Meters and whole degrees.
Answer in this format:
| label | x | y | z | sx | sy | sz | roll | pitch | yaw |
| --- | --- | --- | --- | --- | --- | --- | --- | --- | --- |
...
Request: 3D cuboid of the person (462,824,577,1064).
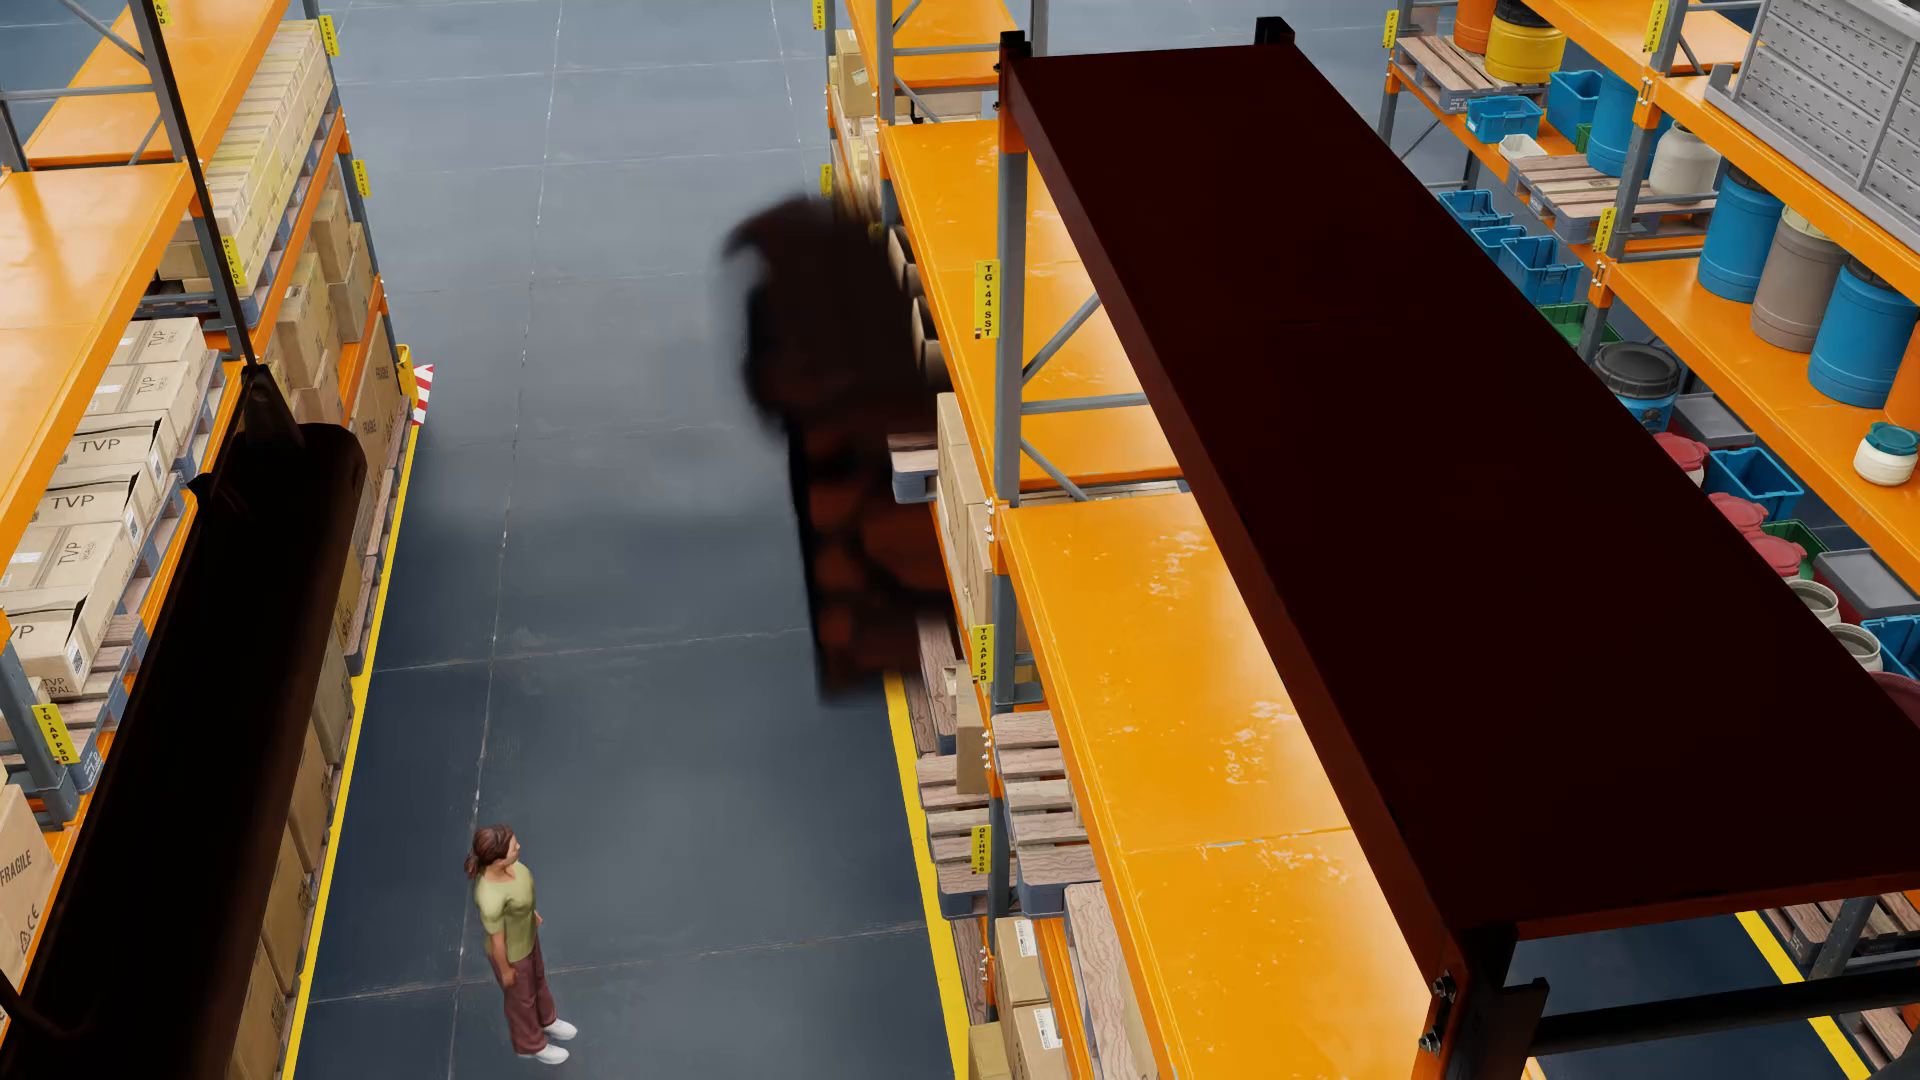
| label | x | y | z | sx | sy | sz | roll | pitch | yaw |
| --- | --- | --- | --- | --- | --- | --- | --- | --- | --- |
| person | -2.297 | 2.094 | 8.670 | 0.382 | 1.684 | 0.457 | -4 | 36 | -5 |
